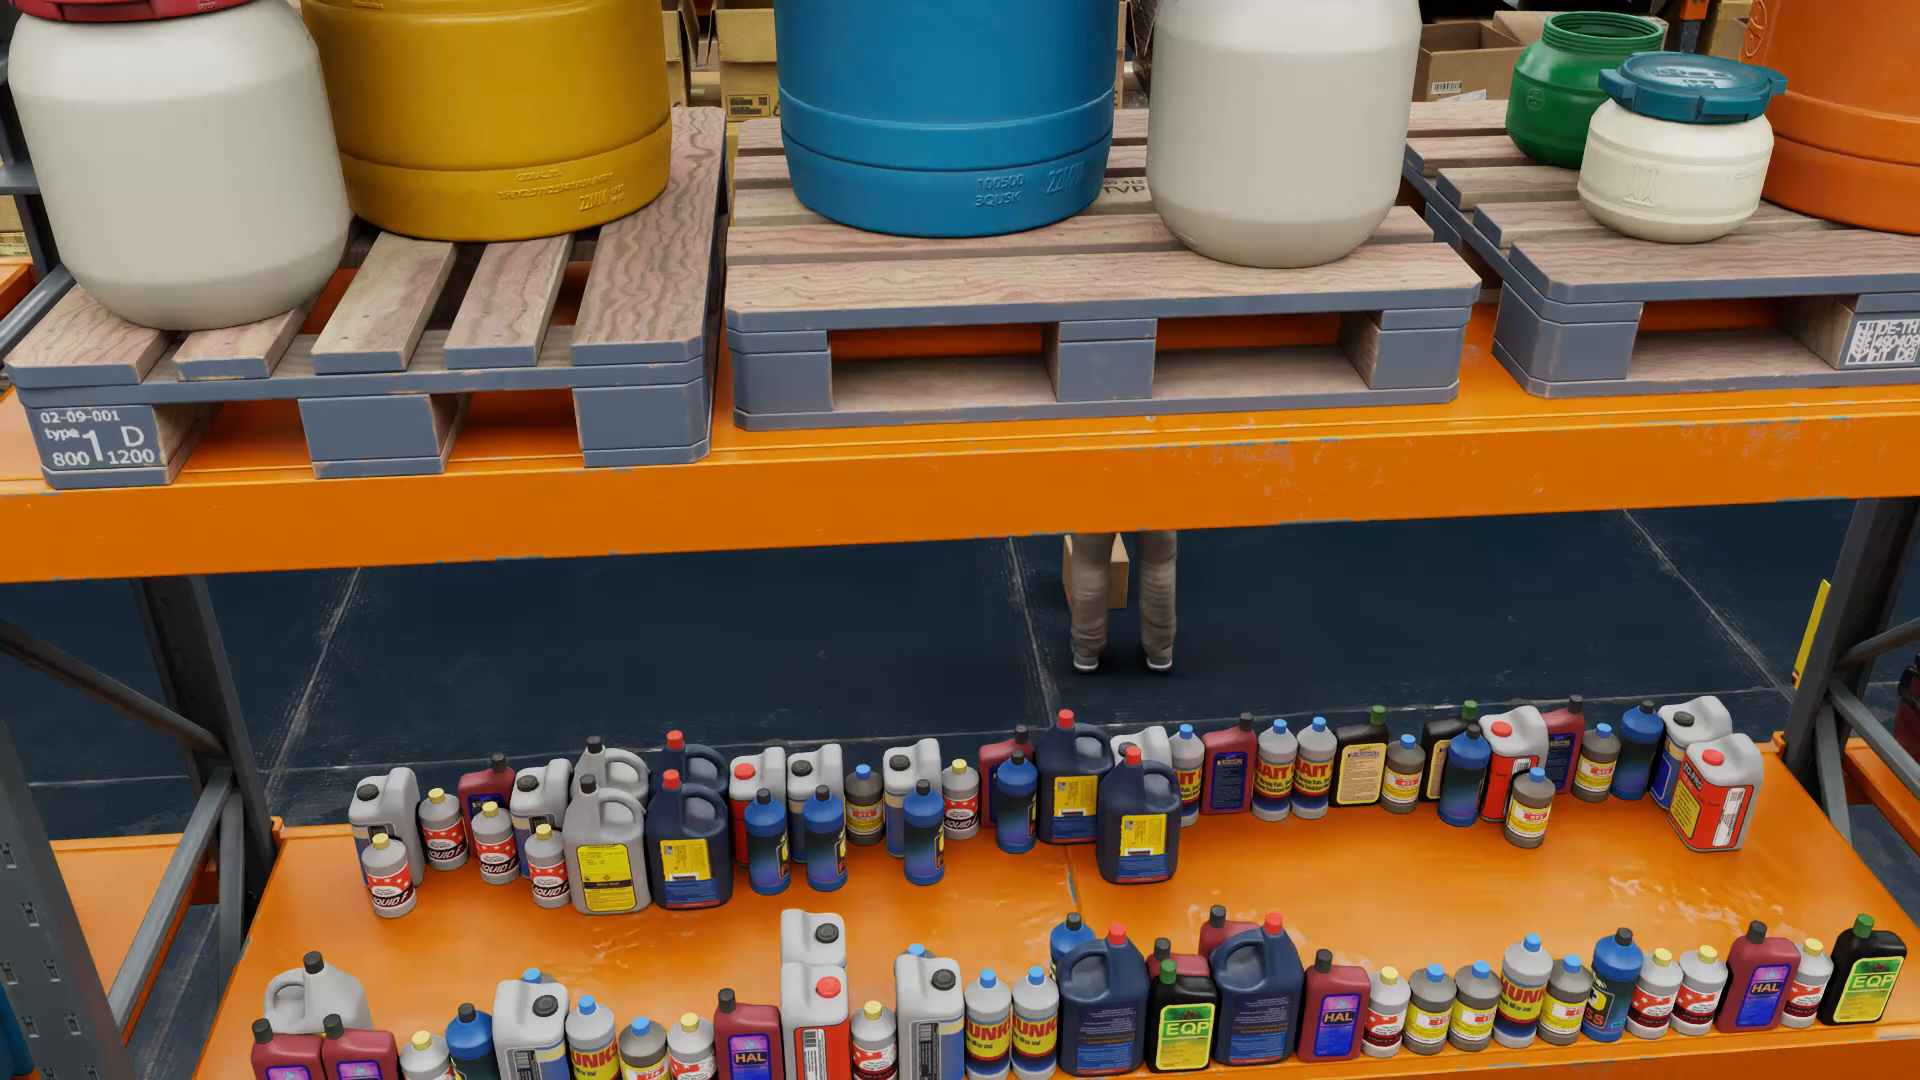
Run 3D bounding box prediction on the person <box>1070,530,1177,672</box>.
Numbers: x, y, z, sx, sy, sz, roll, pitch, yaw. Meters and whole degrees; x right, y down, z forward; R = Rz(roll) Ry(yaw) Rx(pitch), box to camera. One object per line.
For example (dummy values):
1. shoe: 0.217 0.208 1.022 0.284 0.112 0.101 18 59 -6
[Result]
1. person: 0.646 -0.262 6.565 0.567 1.733 0.377 -3 31 -4
